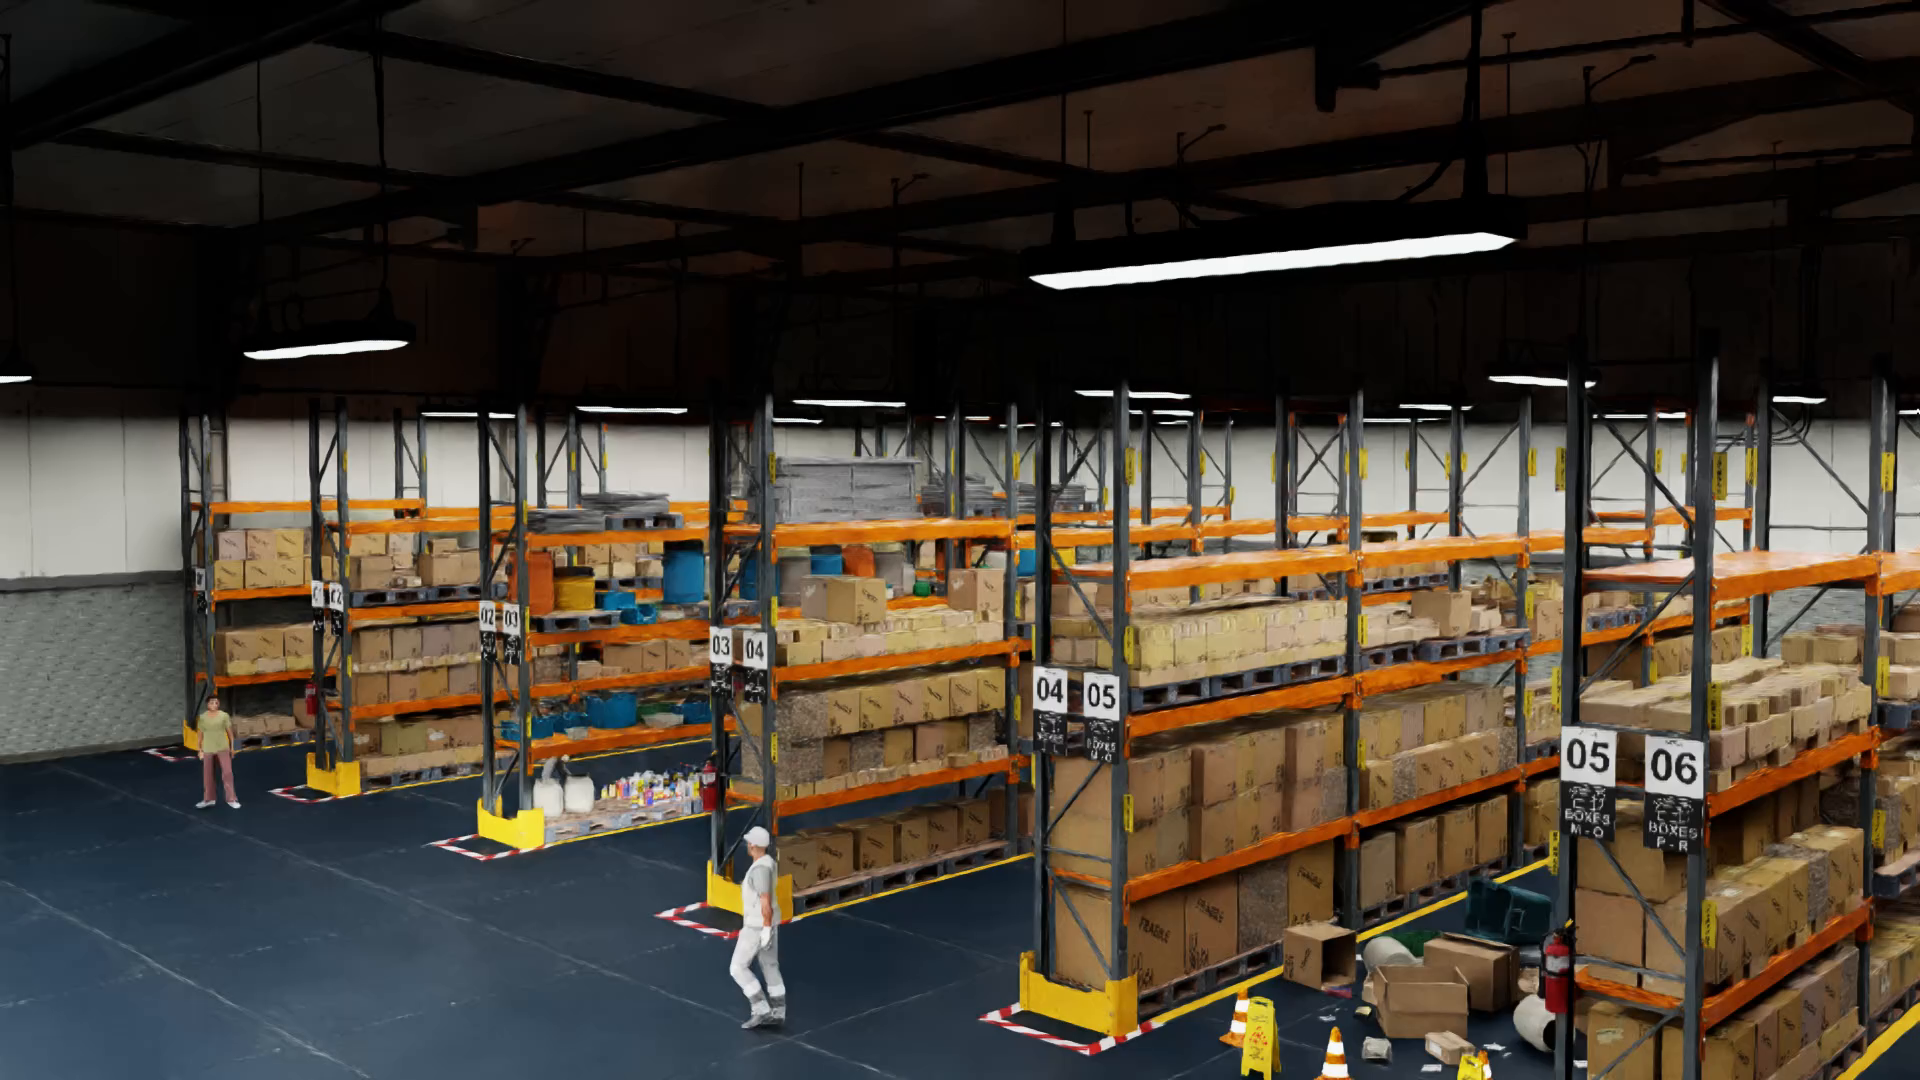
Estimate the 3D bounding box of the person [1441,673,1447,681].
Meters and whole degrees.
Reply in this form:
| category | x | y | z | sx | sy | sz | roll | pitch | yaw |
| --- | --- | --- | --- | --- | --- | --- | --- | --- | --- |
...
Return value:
| category | x | y | z | sx | sy | sz | roll | pitch | yaw |
| --- | --- | --- | --- | --- | --- | --- | --- | --- | --- |
| person | 8.048 | 2.902 | 27.427 | 0.344 | 1.602 | 0.553 | 2 | 4 | 35 |

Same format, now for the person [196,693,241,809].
| category | x | y | z | sx | sy | sz | roll | pitch | yaw |
| --- | --- | --- | --- | --- | --- | --- | --- | --- | --- |
| person | -10.747 | 3.048 | 24.080 | 0.647 | 1.665 | 0.499 | -1 | 3 | -16 |

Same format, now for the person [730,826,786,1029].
| category | x | y | z | sx | sy | sz | roll | pitch | yaw |
| --- | --- | --- | --- | --- | --- | --- | --- | --- | --- |
| person | -1.796 | 3.474 | 14.951 | 0.474 | 1.774 | 0.634 | 1 | 3 | 10 |

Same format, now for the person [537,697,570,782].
| category | x | y | z | sx | sy | sz | roll | pitch | yaw |
| --- | --- | --- | --- | --- | --- | --- | --- | --- | --- |
| person | -5.993 | 3.069 | 24.310 | 1.086 | 1.589 | 0.495 | -3 | 4 | -44 |
